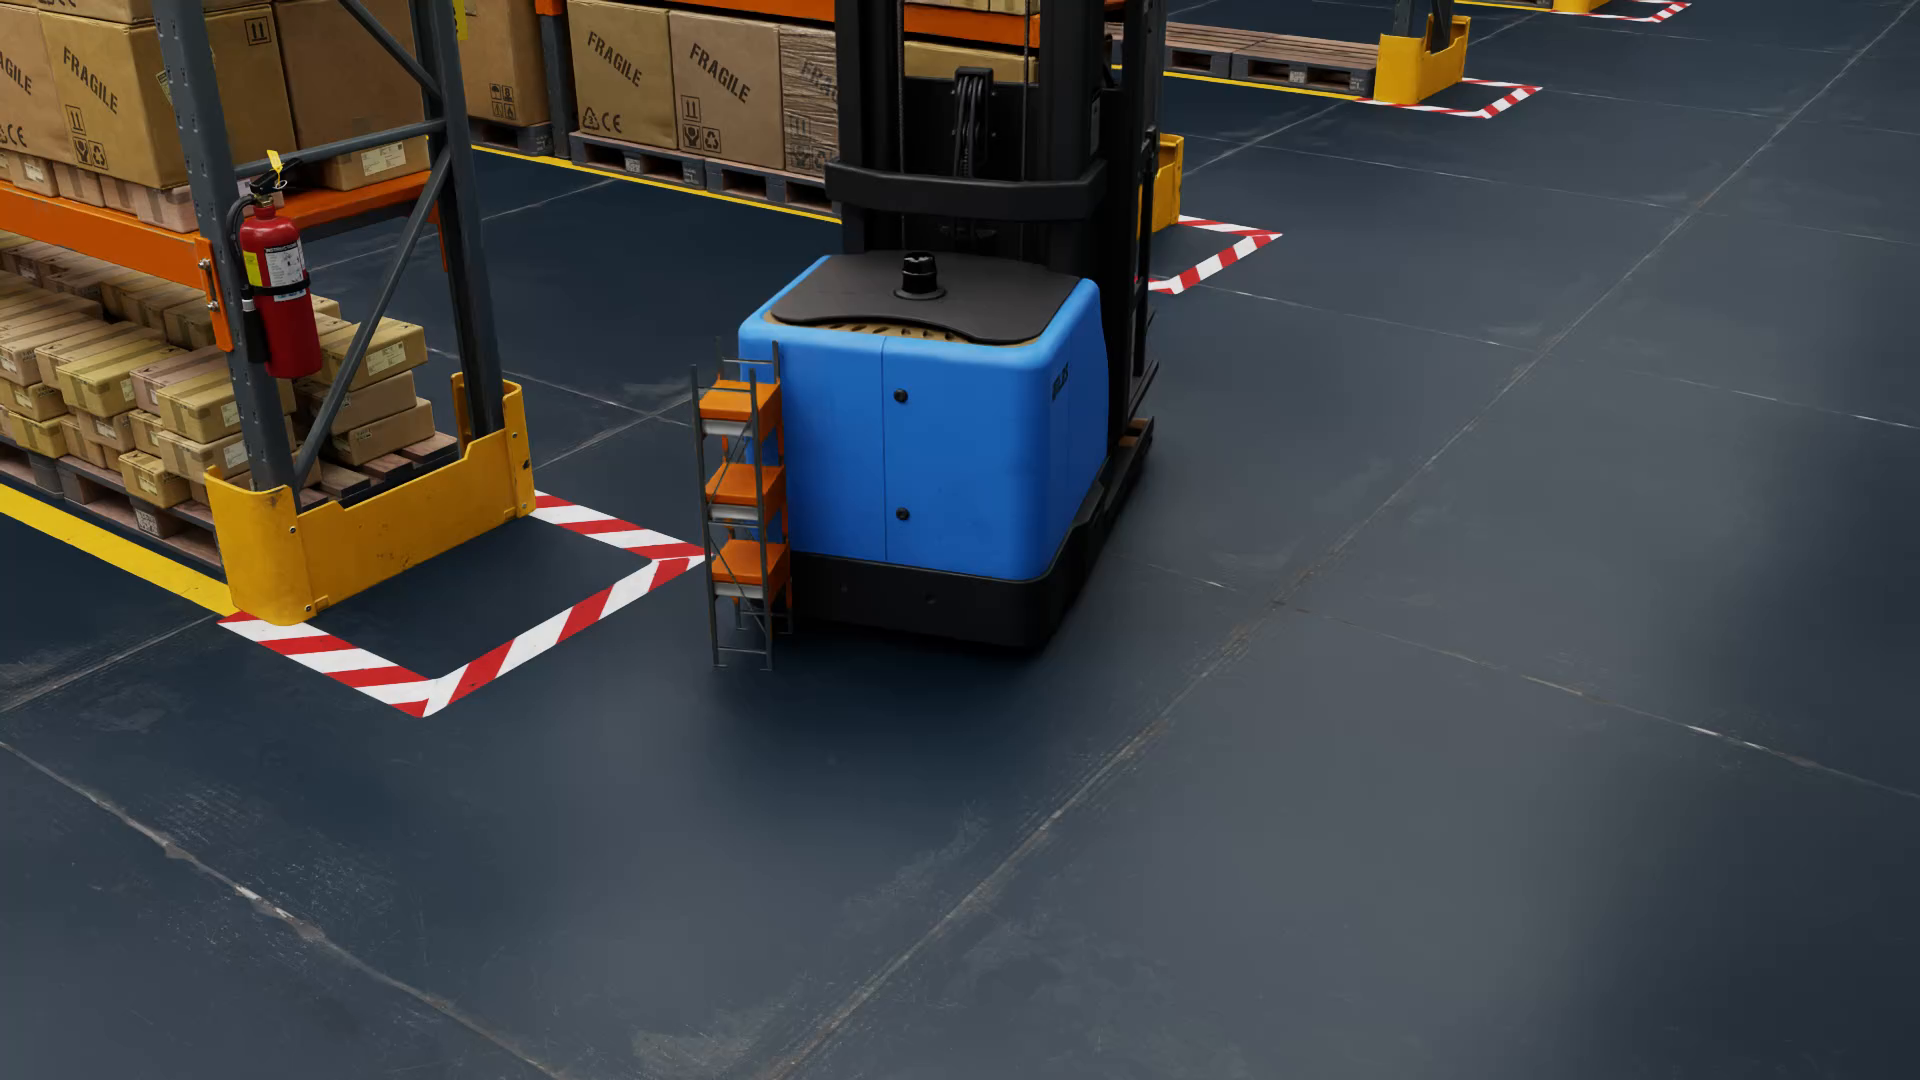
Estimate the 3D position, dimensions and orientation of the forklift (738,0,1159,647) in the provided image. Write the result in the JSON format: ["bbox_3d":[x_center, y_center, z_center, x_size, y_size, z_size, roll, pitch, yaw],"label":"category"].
[{"bbox_3d":[0.180,-1.607,6.176,1.130,2.935,3.031,7,28,14],"label":"forklift"}]

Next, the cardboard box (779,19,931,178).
[{"bbox_3d":[-0.470,-2.710,10.148,0.875,0.875,0.875,17,32,30],"label":"cardboard box"}]

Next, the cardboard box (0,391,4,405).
[{"bbox_3d":[-3.700,-0.685,6.642,0.250,0.149,0.380,19,33,33],"label":"cardboard box"}]

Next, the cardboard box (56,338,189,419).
[{"bbox_3d":[-3.079,-0.602,6.149,0.250,0.149,0.380,17,31,29],"label":"cardboard box"}]

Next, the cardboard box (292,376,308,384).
[{"bbox_3d":[-2.519,-0.645,6.562,0.250,0.149,0.380,17,32,30],"label":"cardboard box"}]

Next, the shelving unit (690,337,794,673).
[{"bbox_3d":[-0.684,-0.101,5.292,0.215,1.050,0.252,5,27,9],"label":"shelving unit"}]

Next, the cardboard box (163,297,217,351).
[{"bbox_3d":[-2.960,-0.888,6.712,0.250,0.149,0.380,16,31,28],"label":"cardboard box"}]

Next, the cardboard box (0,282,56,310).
[{"bbox_3d":[-3.896,-0.906,6.747,0.250,0.149,0.380,17,32,31],"label":"cardboard box"}]

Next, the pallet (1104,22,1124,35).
[{"bbox_3d":[0.988,-4.564,14.985,1.213,0.211,1.003,17,32,30],"label":"pallet"}]

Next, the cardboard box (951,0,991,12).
[{"bbox_3d":[0.158,-3.025,9.163,0.250,0.149,0.380,18,32,31],"label":"cardboard box"}]

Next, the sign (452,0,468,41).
[{"bbox_3d":[-1.732,-1.862,5.648,0.005,0.325,0.100,17,32,30],"label":"sign"}]

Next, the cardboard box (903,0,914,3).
[{"bbox_3d":[-0.255,-3.154,9.418,0.250,0.149,0.380,18,32,31],"label":"cardboard box"}]

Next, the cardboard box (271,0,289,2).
[{"bbox_3d":[-2.258,-2.111,5.550,0.500,0.500,0.500,17,32,30],"label":"cardboard box"}]

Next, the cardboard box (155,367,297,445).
[{"bbox_3d":[-2.619,-0.497,5.943,0.250,0.149,0.380,18,32,31],"label":"cardboard box"}]

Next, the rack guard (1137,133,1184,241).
[{"bbox_3d":[0.873,-1.982,9.593,0.348,0.500,1.175,17,32,30],"label":"rack guard"}]

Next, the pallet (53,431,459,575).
[{"bbox_3d":[-2.751,-0.272,6.552,1.213,0.211,1.003,17,32,30],"label":"pallet"}]

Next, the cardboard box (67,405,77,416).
[{"bbox_3d":[-3.228,-0.592,6.458,0.250,0.149,0.380,17,31,30],"label":"cardboard box"}]

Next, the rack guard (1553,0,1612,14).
[{"bbox_3d":[6.402,-5.710,16.919,0.348,0.500,1.175,17,32,30],"label":"rack guard"}]

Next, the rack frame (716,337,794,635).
[{"bbox_3d":[-0.661,-0.156,5.398,0.200,1.050,0.008,5,27,9],"label":"rack frame"}]

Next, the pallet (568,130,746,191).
[{"bbox_3d":[-1.862,-2.662,11.248,1.213,0.211,1.003,17,32,30],"label":"pallet"}]

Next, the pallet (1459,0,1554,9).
[{"bbox_3d":[5.744,-5.786,17.386,1.213,0.211,1.003,17,32,30],"label":"pallet"}]

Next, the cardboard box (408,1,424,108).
[{"bbox_3d":[-3.720,-3.755,12.202,0.875,0.875,1.225,16,31,29],"label":"cardboard box"}]

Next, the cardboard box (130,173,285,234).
[{"bbox_3d":[-2.468,-1.140,5.459,0.250,0.149,0.380,17,32,30],"label":"cardboard box"}]

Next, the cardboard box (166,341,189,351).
[{"bbox_3d":[-3.193,-0.814,6.894,0.250,0.149,0.380,16,31,28],"label":"cardboard box"}]

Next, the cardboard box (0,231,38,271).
[{"bbox_3d":[-4.283,-1.281,7.484,0.250,0.149,0.380,18,32,32],"label":"cardboard box"}]

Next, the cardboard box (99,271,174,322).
[{"bbox_3d":[-3.374,-1.048,7.025,0.250,0.149,0.380,18,32,31],"label":"cardboard box"}]

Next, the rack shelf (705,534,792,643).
[{"bbox_3d":[-0.684,0.156,5.422,0.215,0.259,0.240,5,27,9],"label":"rack shelf"}]

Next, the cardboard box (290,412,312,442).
[{"bbox_3d":[-2.551,-0.481,6.568,0.250,0.149,0.380,17,32,30],"label":"cardboard box"}]

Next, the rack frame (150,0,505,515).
[{"bbox_3d":[-2.039,-1.274,5.446,0.127,3.000,1.000,17,32,30],"label":"rack frame"}]

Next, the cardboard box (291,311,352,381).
[{"bbox_3d":[-2.574,-0.743,6.427,0.250,0.149,0.380,18,32,31],"label":"cardboard box"}]

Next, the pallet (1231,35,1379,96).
[{"bbox_3d":[2.999,-3.937,13.754,1.213,0.211,1.003,17,32,30],"label":"pallet"}]

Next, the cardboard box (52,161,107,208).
[{"bbox_3d":[-2.866,-1.276,5.728,0.250,0.149,0.380,17,32,30],"label":"cardboard box"}]

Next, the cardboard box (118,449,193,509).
[{"bbox_3d":[-2.860,-0.276,6.165,0.250,0.149,0.380,18,32,32],"label":"cardboard box"}]

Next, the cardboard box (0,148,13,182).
[{"bbox_3d":[-3.291,-1.412,5.994,0.250,0.149,0.380,16,31,28],"label":"cardboard box"}]

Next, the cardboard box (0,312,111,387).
[{"bbox_3d":[-3.509,-0.740,6.421,0.250,0.149,0.380,19,32,32],"label":"cardboard box"}]

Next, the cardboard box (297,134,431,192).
[{"bbox_3d":[-2.120,-1.367,5.907,0.250,0.149,0.380,17,32,30],"label":"cardboard box"}]

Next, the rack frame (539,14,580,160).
[{"bbox_3d":[-2.444,-4.129,11.057,0.127,3.000,1.000,17,32,30],"label":"rack frame"}]

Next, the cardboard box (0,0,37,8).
[{"bbox_3d":[-2.974,-2.051,5.433,0.500,0.500,0.500,16,31,29],"label":"cardboard box"}]

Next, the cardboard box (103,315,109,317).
[{"bbox_3d":[-3.658,-0.941,7.144,0.250,0.149,0.380,19,33,33],"label":"cardboard box"}]

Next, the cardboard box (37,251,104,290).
[{"bbox_3d":[-3.779,-1.181,7.288,0.250,0.149,0.380,16,31,29],"label":"cardboard box"}]

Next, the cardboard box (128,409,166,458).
[{"bbox_3d":[-2.820,-0.439,6.158,0.250,0.149,0.380,16,31,29],"label":"cardboard box"}]

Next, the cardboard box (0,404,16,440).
[{"bbox_3d":[-3.700,-0.554,6.712,0.250,0.149,0.380,18,32,31],"label":"cardboard box"}]

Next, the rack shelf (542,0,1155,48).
[{"bbox_3d":[-0.796,-3.295,10.211,4.000,0.370,1.077,17,32,30],"label":"rack shelf"}]

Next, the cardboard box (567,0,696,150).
[{"bbox_3d":[-1.946,-3.170,11.051,0.875,0.875,0.875,17,32,30],"label":"cardboard box"}]

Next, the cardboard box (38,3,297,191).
[{"bbox_3d":[-2.555,-1.470,5.393,0.500,0.500,0.500,18,32,31],"label":"cardboard box"}]

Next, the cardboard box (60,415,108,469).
[{"bbox_3d":[-3.240,-0.434,6.476,0.250,0.149,0.380,18,32,31],"label":"cardboard box"}]
